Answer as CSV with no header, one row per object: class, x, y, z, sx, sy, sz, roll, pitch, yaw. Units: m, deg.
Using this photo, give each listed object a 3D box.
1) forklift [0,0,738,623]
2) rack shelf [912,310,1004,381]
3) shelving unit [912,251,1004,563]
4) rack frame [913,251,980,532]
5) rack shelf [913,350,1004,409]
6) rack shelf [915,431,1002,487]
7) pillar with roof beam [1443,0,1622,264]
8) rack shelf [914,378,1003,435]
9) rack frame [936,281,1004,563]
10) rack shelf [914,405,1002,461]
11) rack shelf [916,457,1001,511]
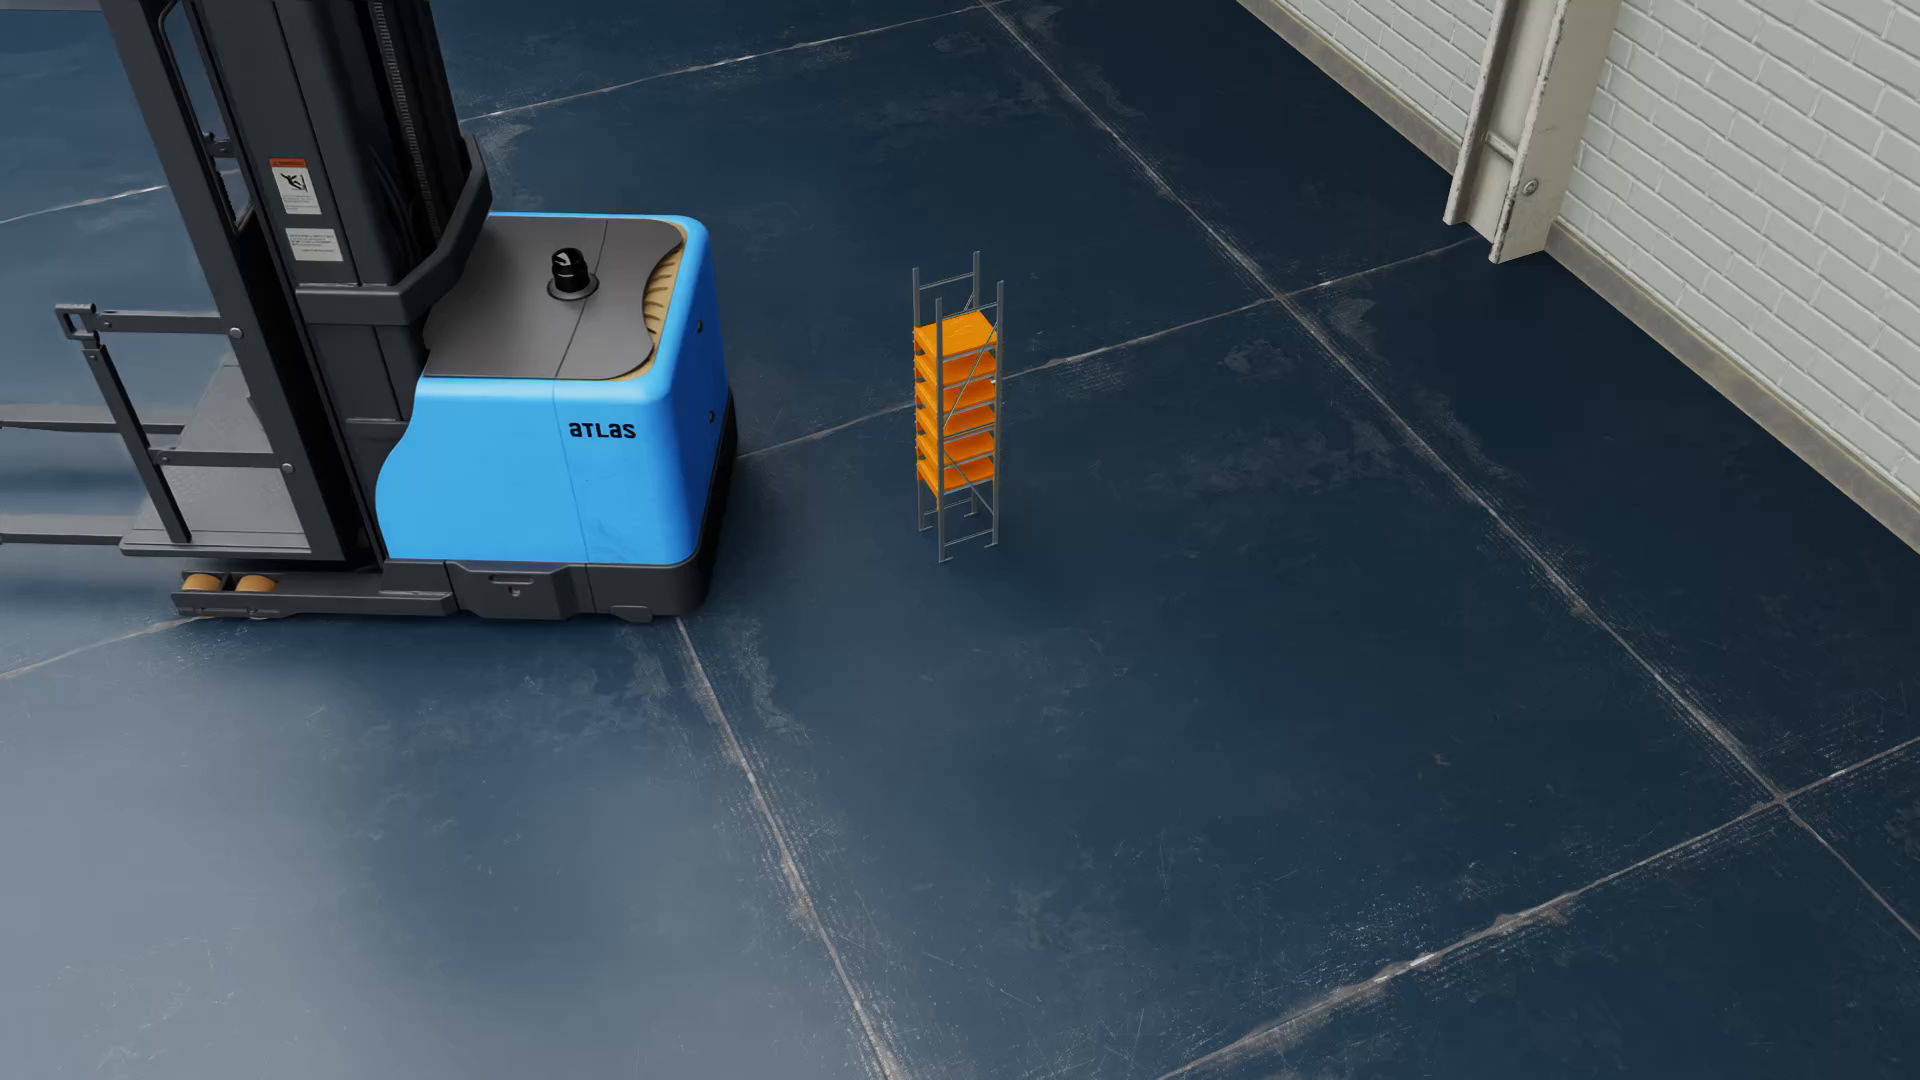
forklift,-2.403,-1.128,5.307,3.031,2.935,1.130,1,45,1
rack shelf,-0.006,-0.661,5.616,0.258,0.103,0.180,-18,47,-17
shelving unit,-0.006,-0.436,5.838,0.258,1.200,0.189,-18,47,-17
rack frame,-0.045,-0.495,5.897,0.240,1.200,0.006,-18,47,-17
rack shelf,-0.006,-0.576,5.701,0.258,0.103,0.180,-18,47,-17
rack shelf,-0.006,-0.319,5.953,0.258,0.103,0.180,-18,47,-17
pillar with roof beam,-1.431,-3.350,3.238,9.100,9.000,0.400,-18,47,-17
rack shelf,-0.006,-0.490,5.785,0.258,0.103,0.180,-18,47,-17
rack frame,0.032,-0.378,5.779,0.240,1.200,0.006,-18,47,-17
rack shelf,-0.006,-0.405,5.869,0.258,0.103,0.180,-18,47,-17
rack shelf,-0.006,-0.234,6.038,0.258,0.103,0.180,-18,47,-17
